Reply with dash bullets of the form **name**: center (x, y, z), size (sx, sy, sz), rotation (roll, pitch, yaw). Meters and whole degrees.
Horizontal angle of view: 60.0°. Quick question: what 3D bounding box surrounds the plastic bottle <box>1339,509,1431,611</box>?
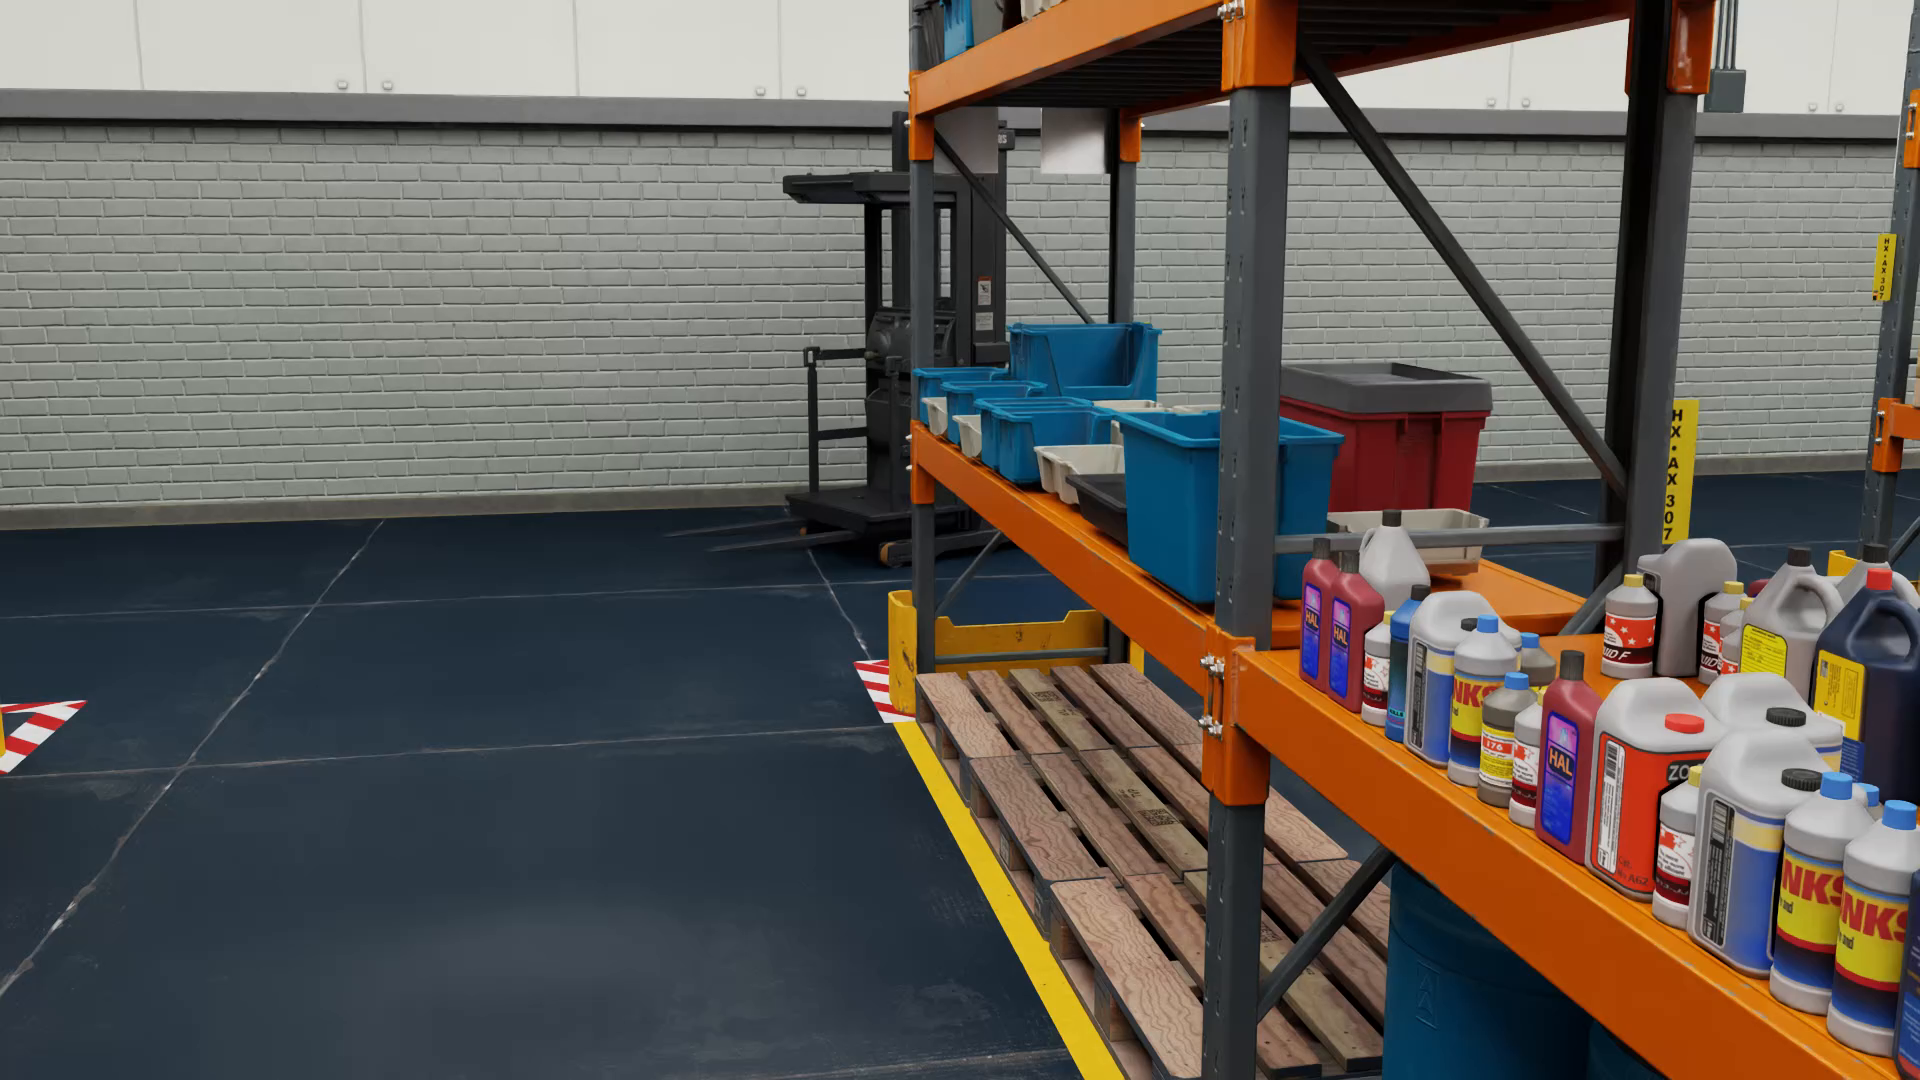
- **plastic bottle**: center (0.817, 0.112, 3.216), size (0.144, 0.351, 0.185), rotation (-2, 11, -11)

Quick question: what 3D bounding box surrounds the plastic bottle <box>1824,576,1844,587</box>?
- **plastic bottle**: center (1.524, 0.193, 2.993), size (0.152, 0.276, 0.135), rotation (-2, 11, -11)

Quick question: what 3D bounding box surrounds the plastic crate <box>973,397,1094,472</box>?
- **plastic crate**: center (0.262, -0.378, 5.947), size (0.416, 0.233, 0.300), rotation (-2, 11, -11)

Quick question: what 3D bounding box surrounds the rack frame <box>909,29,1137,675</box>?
- **rack frame**: center (0.281, -0.729, 7.506), size (1.000, 3.000, 0.127), rotation (-2, 11, -11)

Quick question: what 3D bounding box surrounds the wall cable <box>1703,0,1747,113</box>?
- **wall cable**: center (7.420, -6.599, 13.698), size (2.277, 5.999, 0.120), rotation (-2, 11, -11)

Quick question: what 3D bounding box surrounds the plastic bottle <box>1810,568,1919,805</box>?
- **plastic bottle**: center (1.453, 0.224, 2.628), size (0.144, 0.351, 0.185), rotation (-2, 11, -11)

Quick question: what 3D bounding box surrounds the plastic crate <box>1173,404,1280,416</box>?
- **plastic crate**: center (0.942, -0.254, 5.164), size (0.437, 0.282, 0.530), rotation (-2, 11, -11)

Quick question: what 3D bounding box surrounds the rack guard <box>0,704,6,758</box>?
- **rack guard**: center (-4.564, 0.692, 6.724), size (1.175, 0.500, 0.348), rotation (-2, 11, -11)

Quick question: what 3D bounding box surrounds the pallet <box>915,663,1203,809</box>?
- **pallet**: center (0.403, 0.793, 6.965), size (1.003, 0.211, 1.213), rotation (-2, 11, -11)

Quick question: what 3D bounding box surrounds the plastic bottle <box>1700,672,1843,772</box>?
- **plastic bottle**: center (1.104, 0.328, 2.281), size (0.152, 0.276, 0.135), rotation (-2, 11, -11)

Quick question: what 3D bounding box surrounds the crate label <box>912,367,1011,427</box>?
- **crate label**: center (0.006, -0.619, 7.215), size (0.416, 0.233, 0.303), rotation (-2, 11, -11)

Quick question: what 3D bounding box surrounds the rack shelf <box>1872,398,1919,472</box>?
- **rack shelf**: center (5.528, -0.189, 6.593), size (1.077, 0.370, 4.000), rotation (-2, 11, -11)

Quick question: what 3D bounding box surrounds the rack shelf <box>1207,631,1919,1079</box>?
- **rack shelf**: center (1.448, 0.724, 1.792), size (1.077, 0.370, 4.000), rotation (-2, 11, -11)

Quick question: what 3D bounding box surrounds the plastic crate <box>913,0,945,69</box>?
- **plastic crate**: center (0.082, -2.058, 6.814), size (0.497, 0.269, 0.590), rotation (-2, 11, -11)

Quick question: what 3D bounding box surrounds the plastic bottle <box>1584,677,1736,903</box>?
- **plastic bottle**: center (0.955, 0.334, 2.252), size (0.152, 0.276, 0.135), rotation (-2, 11, -11)

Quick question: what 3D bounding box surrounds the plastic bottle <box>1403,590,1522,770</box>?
- **plastic bottle**: center (0.846, 0.231, 2.792), size (0.152, 0.276, 0.135), rotation (-2, 11, -11)

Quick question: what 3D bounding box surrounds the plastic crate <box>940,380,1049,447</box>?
- **plastic crate**: center (0.134, -0.499, 6.581), size (0.416, 0.233, 0.300), rotation (-2, 11, -11)

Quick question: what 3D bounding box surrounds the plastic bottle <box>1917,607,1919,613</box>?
- **plastic bottle**: center (1.594, 0.219, 2.655), size (0.144, 0.351, 0.185), rotation (-2, 11, -11)

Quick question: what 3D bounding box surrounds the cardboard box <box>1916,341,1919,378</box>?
- **cardboard box**: center (4.968, -0.884, 7.925), size (0.500, 0.250, 0.500), rotation (-2, 11, -13)

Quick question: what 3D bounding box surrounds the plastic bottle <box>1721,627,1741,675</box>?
- **plastic bottle**: center (1.405, 0.237, 2.959), size (0.097, 0.201, 0.097), rotation (0, 11, 0)

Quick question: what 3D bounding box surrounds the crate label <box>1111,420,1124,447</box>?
- **crate label**: center (0.737, -0.382, 6.228), size (0.396, 0.136, 0.243), rotation (-2, 11, -11)

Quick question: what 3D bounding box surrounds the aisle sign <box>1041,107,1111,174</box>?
- **aisle sign**: center (0.554, -2.030, 7.388), size (0.394, 0.787, 0.004), rotation (-2, 11, -11)

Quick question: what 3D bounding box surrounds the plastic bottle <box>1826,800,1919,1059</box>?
- **plastic bottle**: center (1.015, 0.419, 1.818), size (0.097, 0.271, 0.097), rotation (0, 11, 0)

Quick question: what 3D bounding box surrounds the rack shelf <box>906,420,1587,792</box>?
- **rack shelf**: center (0.670, -0.009, 5.646), size (1.077, 0.370, 4.000), rotation (-2, 11, -11)

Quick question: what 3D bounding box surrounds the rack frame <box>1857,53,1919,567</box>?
- **rack frame**: center (5.139, -0.909, 8.453), size (1.000, 3.000, 0.127), rotation (-2, 11, -11)

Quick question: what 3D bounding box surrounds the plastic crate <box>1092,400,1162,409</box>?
- **plastic crate**: center (0.617, -0.486, 6.774), size (0.396, 0.136, 0.243), rotation (-2, 11, -11)

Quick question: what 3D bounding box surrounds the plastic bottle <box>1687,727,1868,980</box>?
- **plastic bottle**: center (1.000, 0.376, 2.029), size (0.152, 0.276, 0.135), rotation (-2, 11, -11)

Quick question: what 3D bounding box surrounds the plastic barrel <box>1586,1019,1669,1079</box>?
- **plastic barrel**: center (1.286, 1.059, 2.599), size (0.600, 0.901, 0.708), rotation (-2, 11, -11)

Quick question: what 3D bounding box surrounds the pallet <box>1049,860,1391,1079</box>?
- **pallet**: center (0.878, 1.241, 4.614), size (1.003, 0.211, 1.213), rotation (-2, 11, -11)

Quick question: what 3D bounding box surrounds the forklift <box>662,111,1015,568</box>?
- **forklift**: center (-0.501, -1.370, 11.058), size (3.031, 2.935, 1.130), rotation (-8, 13, -36)

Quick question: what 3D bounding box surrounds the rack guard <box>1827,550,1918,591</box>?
- **rack guard**: center (5.134, 0.314, 8.709), size (1.175, 0.500, 0.348), rotation (-2, 11, -11)

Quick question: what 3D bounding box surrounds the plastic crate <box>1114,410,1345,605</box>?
- **plastic crate**: center (0.633, -0.091, 4.032), size (0.392, 0.384, 0.575), rotation (-2, 11, -11)

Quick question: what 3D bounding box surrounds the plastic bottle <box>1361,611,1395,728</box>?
- **plastic bottle**: center (0.778, 0.230, 2.999), size (0.097, 0.201, 0.097), rotation (0, 11, 0)

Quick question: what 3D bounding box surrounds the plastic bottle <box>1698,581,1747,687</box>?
- **plastic bottle**: center (1.502, 0.183, 3.246), size (0.097, 0.201, 0.097), rotation (0, 11, 0)

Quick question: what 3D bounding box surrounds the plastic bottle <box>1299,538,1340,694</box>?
- **plastic bottle**: center (0.712, 0.144, 3.228), size (0.061, 0.283, 0.133), rotation (-2, 11, -11)

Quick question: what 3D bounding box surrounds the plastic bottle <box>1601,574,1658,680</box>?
- **plastic bottle**: center (1.334, 0.170, 3.311), size (0.097, 0.201, 0.097), rotation (0, 11, 0)

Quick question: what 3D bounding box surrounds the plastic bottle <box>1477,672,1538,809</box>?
- **plastic bottle**: center (0.861, 0.308, 2.588), size (0.097, 0.201, 0.097), rotation (0, 11, 0)

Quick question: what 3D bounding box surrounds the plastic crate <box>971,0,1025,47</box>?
- **plastic crate**: center (0.308, -1.882, 5.707), size (0.504, 0.338, 0.767), rotation (-2, 11, -11)

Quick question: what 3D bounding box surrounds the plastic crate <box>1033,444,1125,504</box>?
- **plastic crate**: center (0.425, -0.204, 5.291), size (0.293, 0.136, 0.466), rotation (-2, 11, -11)
